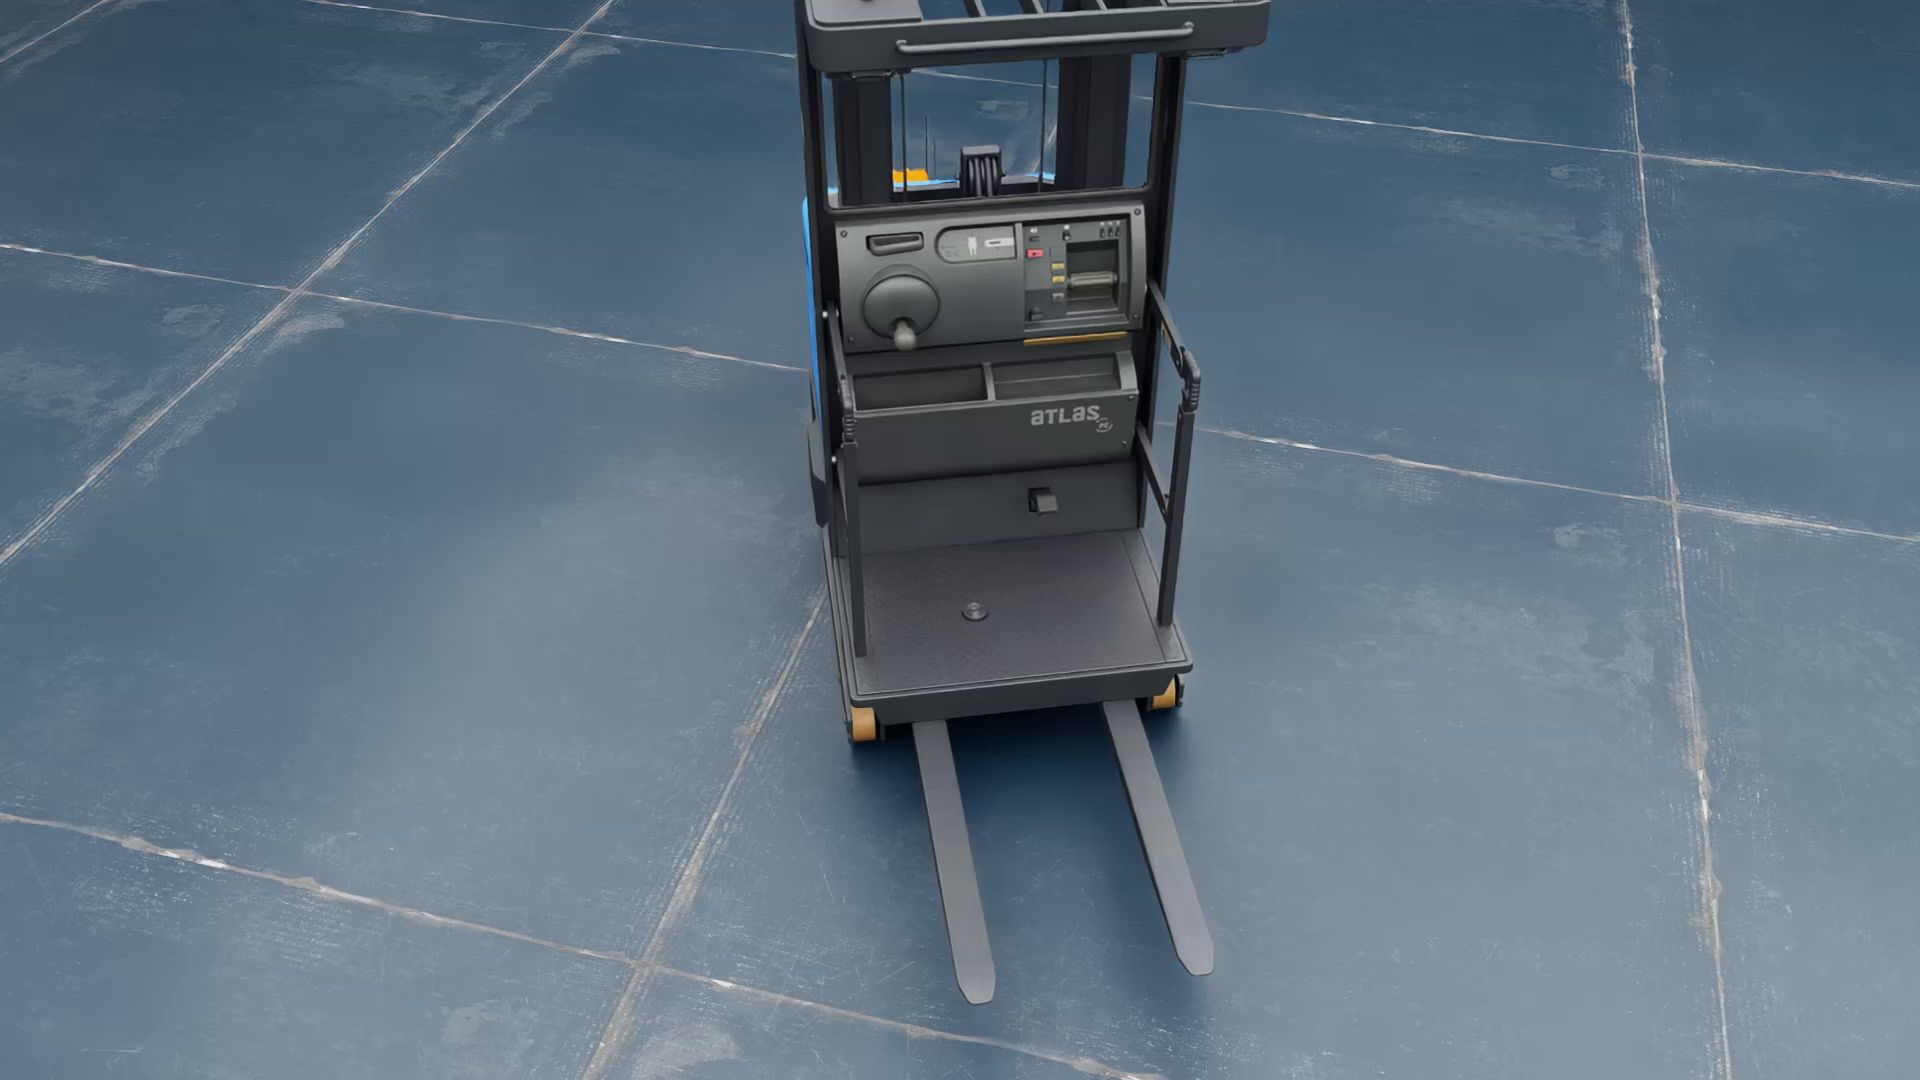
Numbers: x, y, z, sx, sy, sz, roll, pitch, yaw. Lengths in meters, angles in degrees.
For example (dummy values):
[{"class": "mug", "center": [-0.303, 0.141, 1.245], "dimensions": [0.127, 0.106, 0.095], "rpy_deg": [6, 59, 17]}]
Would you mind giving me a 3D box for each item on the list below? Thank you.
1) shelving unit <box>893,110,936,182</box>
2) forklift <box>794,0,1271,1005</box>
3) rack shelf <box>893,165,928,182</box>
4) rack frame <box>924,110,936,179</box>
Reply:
[{"class": "shelving unit", "center": [-0.203, -1.092, 6.618], "dimensions": [0.189, 1.200, 0.258], "rpy_deg": [-6, 40, -8]}, {"class": "forklift", "center": [0.132, -0.709, 4.815], "dimensions": [1.130, 2.935, 3.031], "rpy_deg": [-6, 40, -7]}, {"class": "rack shelf", "center": [-0.203, -1.334, 6.415], "dimensions": [0.180, 0.103, 0.258], "rpy_deg": [-6, 40, -8]}, {"class": "rack frame", "center": [-0.113, -1.103, 6.630], "dimensions": [0.006, 1.200, 0.240], "rpy_deg": [-6, 40, -8]}]
